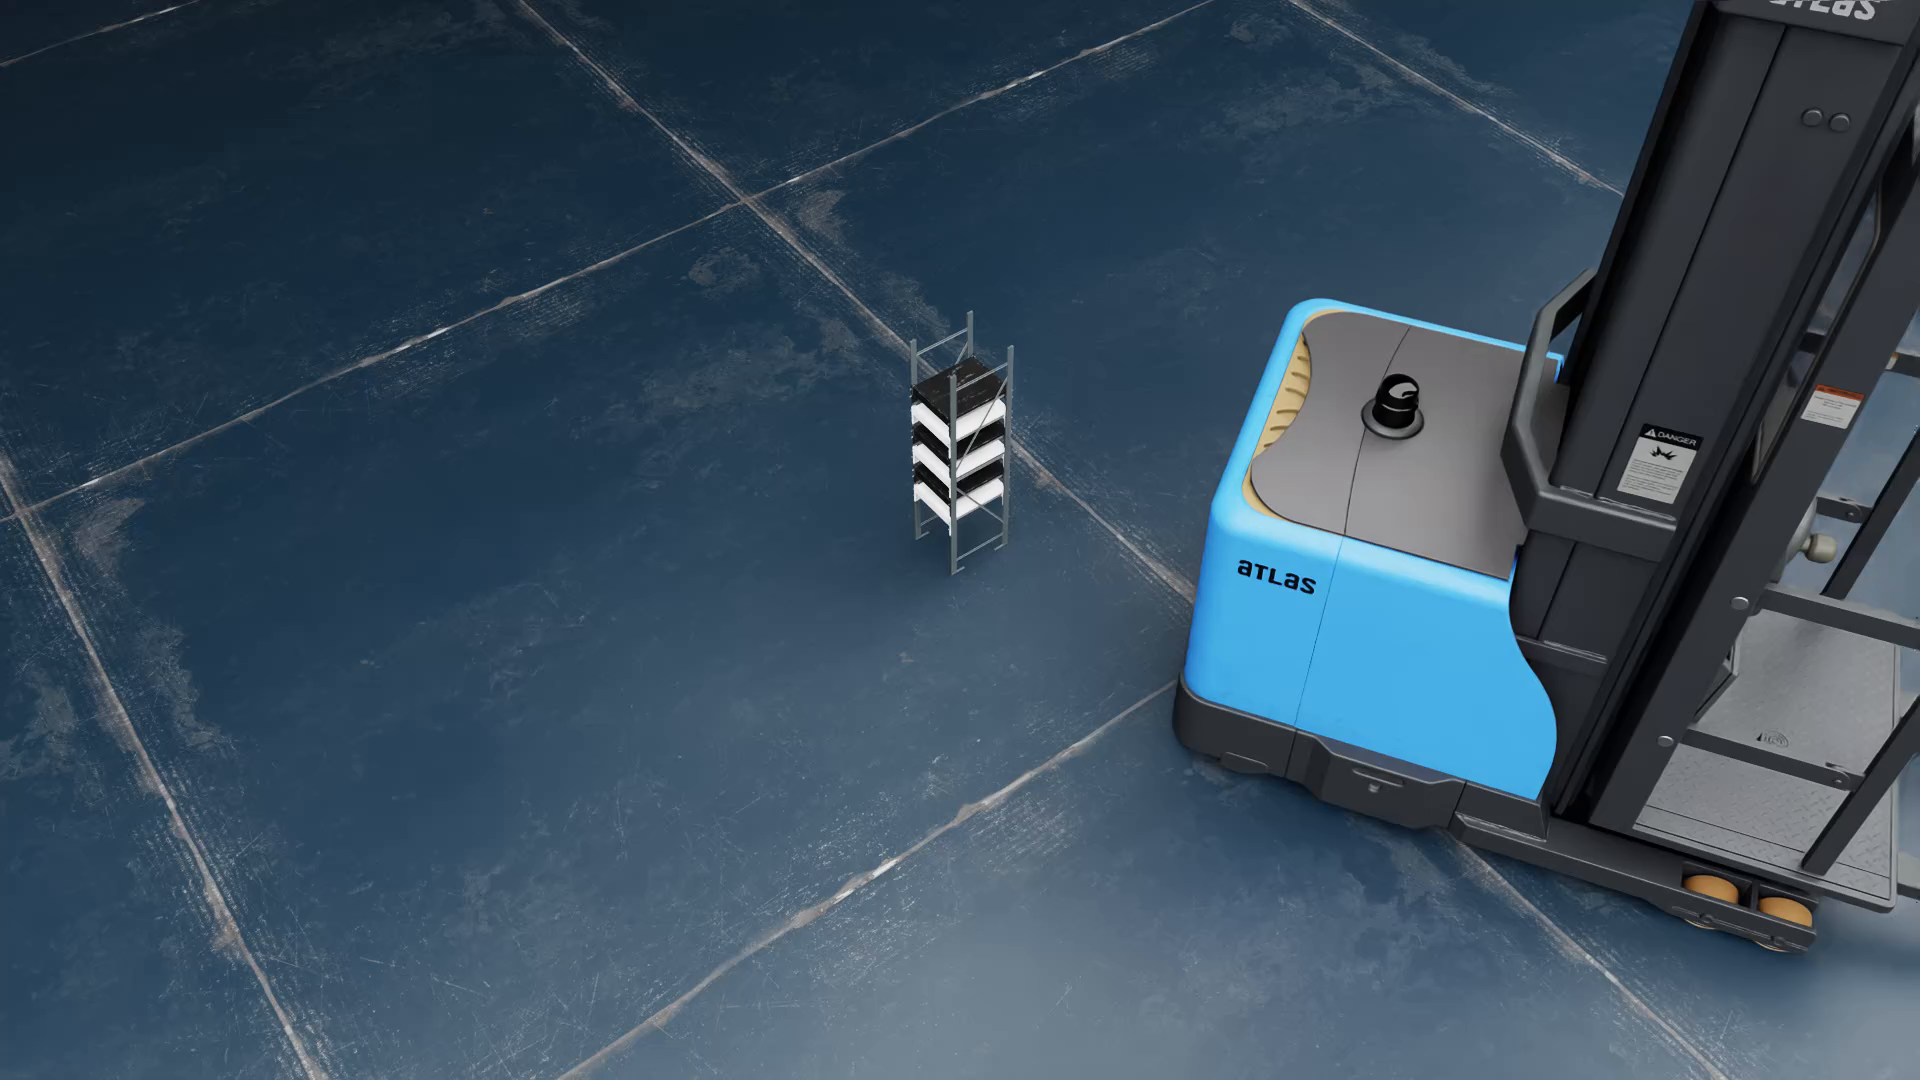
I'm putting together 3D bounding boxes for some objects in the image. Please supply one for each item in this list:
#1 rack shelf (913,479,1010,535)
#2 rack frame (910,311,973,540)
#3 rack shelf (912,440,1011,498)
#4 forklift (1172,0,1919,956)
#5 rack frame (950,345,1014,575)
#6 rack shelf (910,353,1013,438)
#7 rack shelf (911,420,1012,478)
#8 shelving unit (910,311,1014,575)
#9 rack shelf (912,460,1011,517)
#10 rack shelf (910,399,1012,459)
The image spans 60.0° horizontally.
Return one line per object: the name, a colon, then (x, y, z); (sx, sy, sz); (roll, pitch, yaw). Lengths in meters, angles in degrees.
rack shelf: (0.005, -0.154, 5.570); (0.258, 0.077, 0.200); (-29, 54, -24)
rack frame: (-0.057, -0.357, 5.467); (0.240, 0.900, 0.006); (-29, 54, -24)
rack shelf: (0.005, -0.275, 5.437); (0.258, 0.077, 0.200); (-29, 54, -24)
forklift: (2.224, -0.273, 4.019); (3.031, 2.935, 1.130); (16, 50, 14)
rack frame: (0.066, -0.237, 5.358); (0.240, 0.900, 0.006); (-29, 54, -24)
rack shelf: (0.005, -0.456, 5.237); (0.258, 0.077, 0.200); (-29, 54, -24)
rack shelf: (0.005, -0.336, 5.370); (0.258, 0.077, 0.200); (-29, 54, -24)
shelving unit: (0.005, -0.297, 5.412); (0.258, 0.900, 0.210); (-29, 54, -24)
rack shelf: (0.005, -0.215, 5.504); (0.258, 0.077, 0.200); (-29, 54, -24)
rack shelf: (0.005, -0.396, 5.304); (0.258, 0.077, 0.200); (-29, 54, -24)
